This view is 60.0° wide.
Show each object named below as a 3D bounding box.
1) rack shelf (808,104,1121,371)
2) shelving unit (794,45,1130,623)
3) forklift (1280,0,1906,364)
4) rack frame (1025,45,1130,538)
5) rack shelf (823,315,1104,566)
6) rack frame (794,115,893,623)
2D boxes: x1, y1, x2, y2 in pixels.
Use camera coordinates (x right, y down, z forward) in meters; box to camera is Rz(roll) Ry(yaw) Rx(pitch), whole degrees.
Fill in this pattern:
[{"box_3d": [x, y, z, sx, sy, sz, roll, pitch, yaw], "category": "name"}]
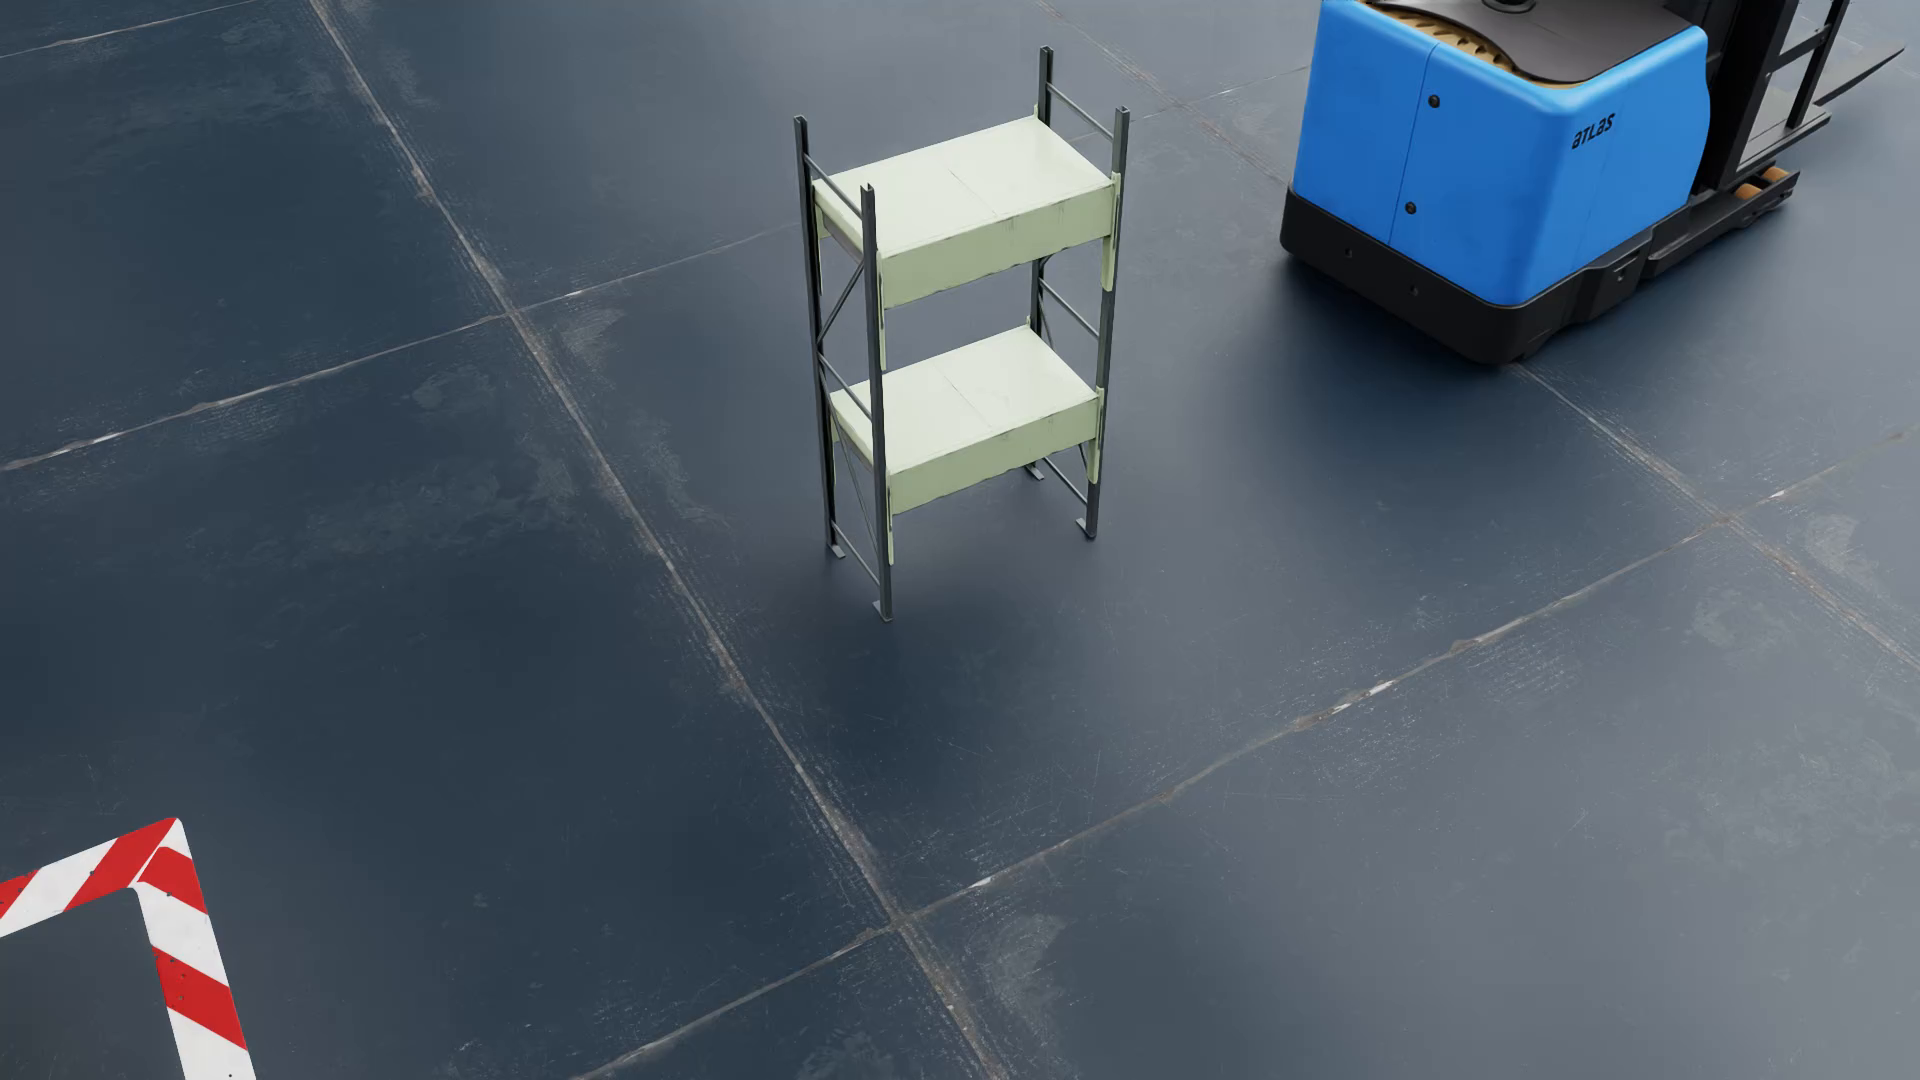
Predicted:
[{"box_3d": [0.006, -0.821, 4.458, 0.720, 0.370, 0.431, -22, 48, -21], "category": "rack shelf"}, {"box_3d": [0.006, -0.541, 4.730, 0.755, 1.500, 0.431, -22, 48, -21], "category": "shelving unit"}, {"box_3d": [2.673, -2.530, 5.753, 3.031, 2.935, 1.130, -30, 51, -27], "category": "forklift"}, {"box_3d": [0.323, -0.668, 4.861, 0.023, 1.500, 0.400, -22, 48, -21], "category": "rack frame"}, {"box_3d": [0.006, -0.307, 4.957, 0.720, 0.370, 0.431, -22, 48, -21], "category": "rack shelf"}, {"box_3d": [-0.312, -0.414, 4.599, 0.023, 1.500, 0.400, -22, 48, -21], "category": "rack frame"}]
